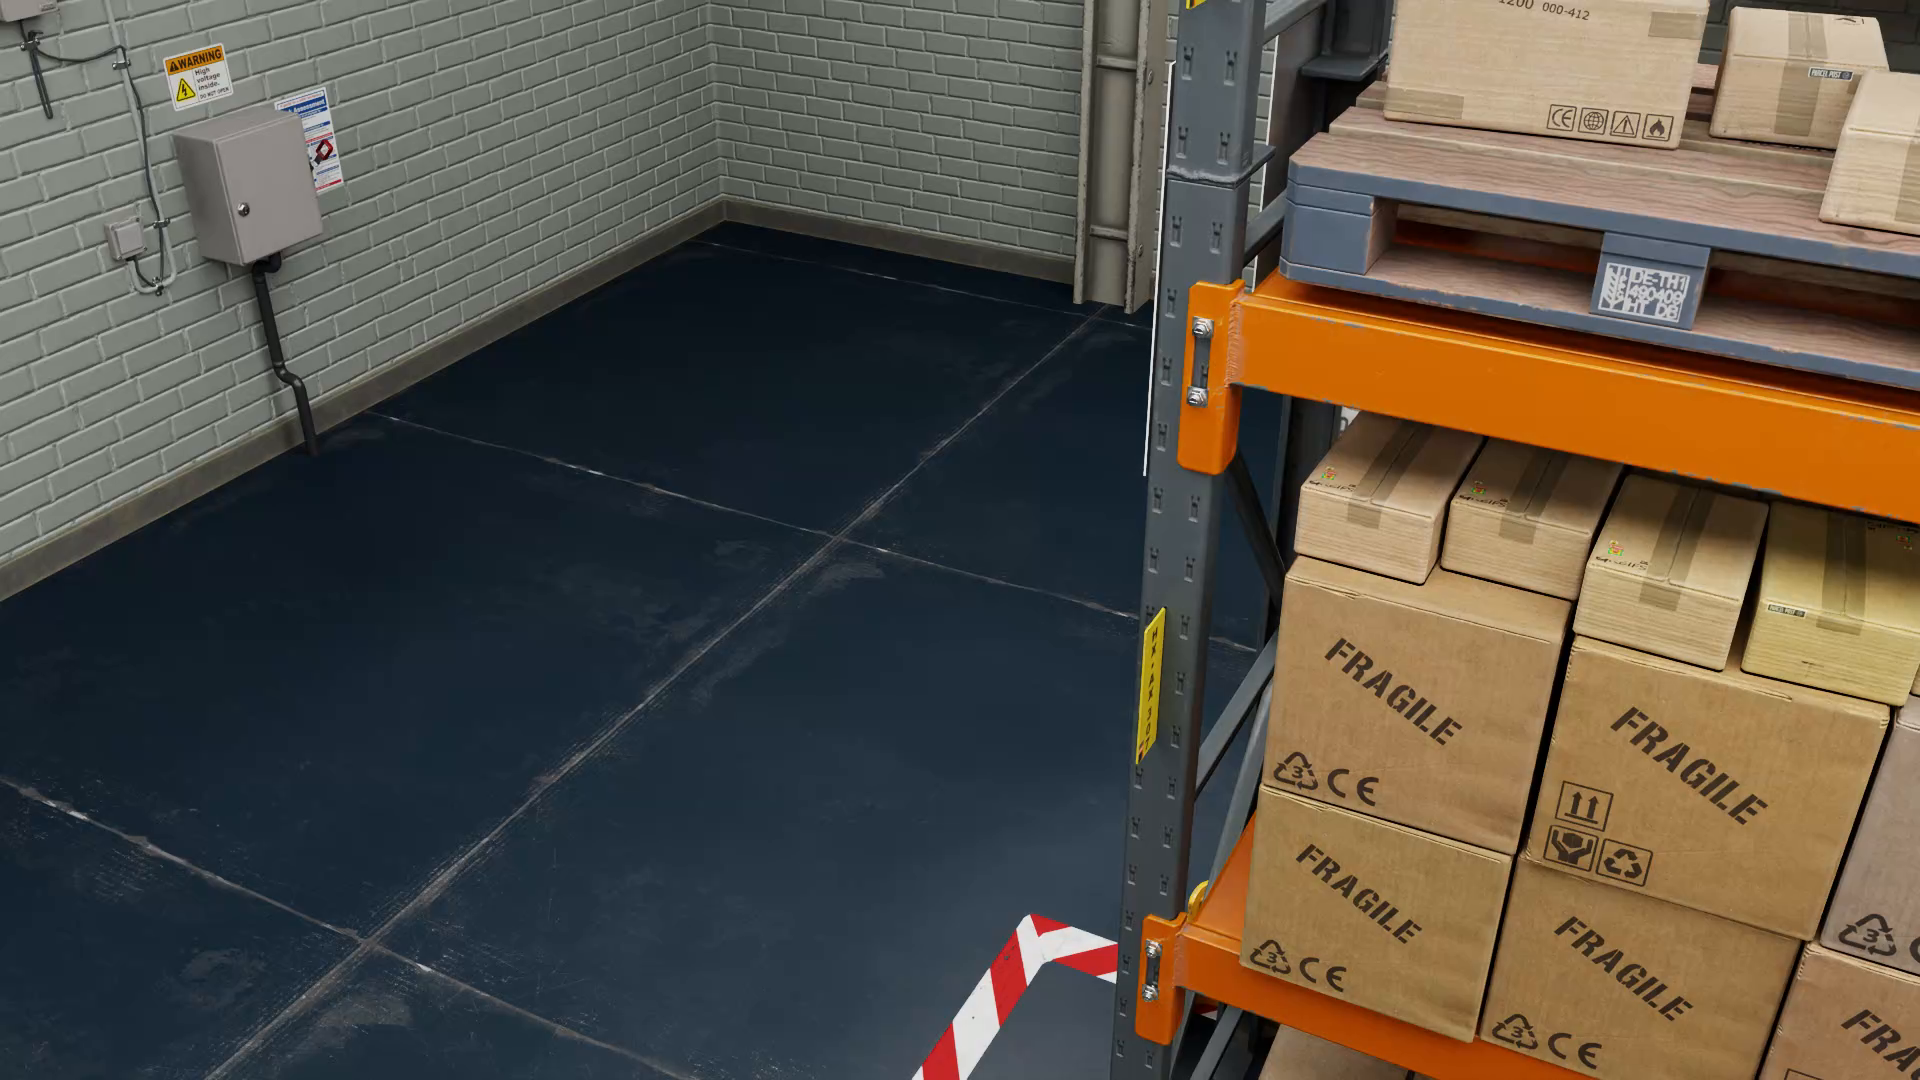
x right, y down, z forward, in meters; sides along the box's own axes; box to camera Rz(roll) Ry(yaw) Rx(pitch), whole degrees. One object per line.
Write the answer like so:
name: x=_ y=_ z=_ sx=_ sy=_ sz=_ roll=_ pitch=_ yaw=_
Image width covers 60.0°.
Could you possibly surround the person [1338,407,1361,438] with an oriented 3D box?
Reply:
person: x=1.592 y=-0.159 z=6.405 sx=0.524 sy=1.658 sz=0.396 roll=13 pitch=33 yaw=22
